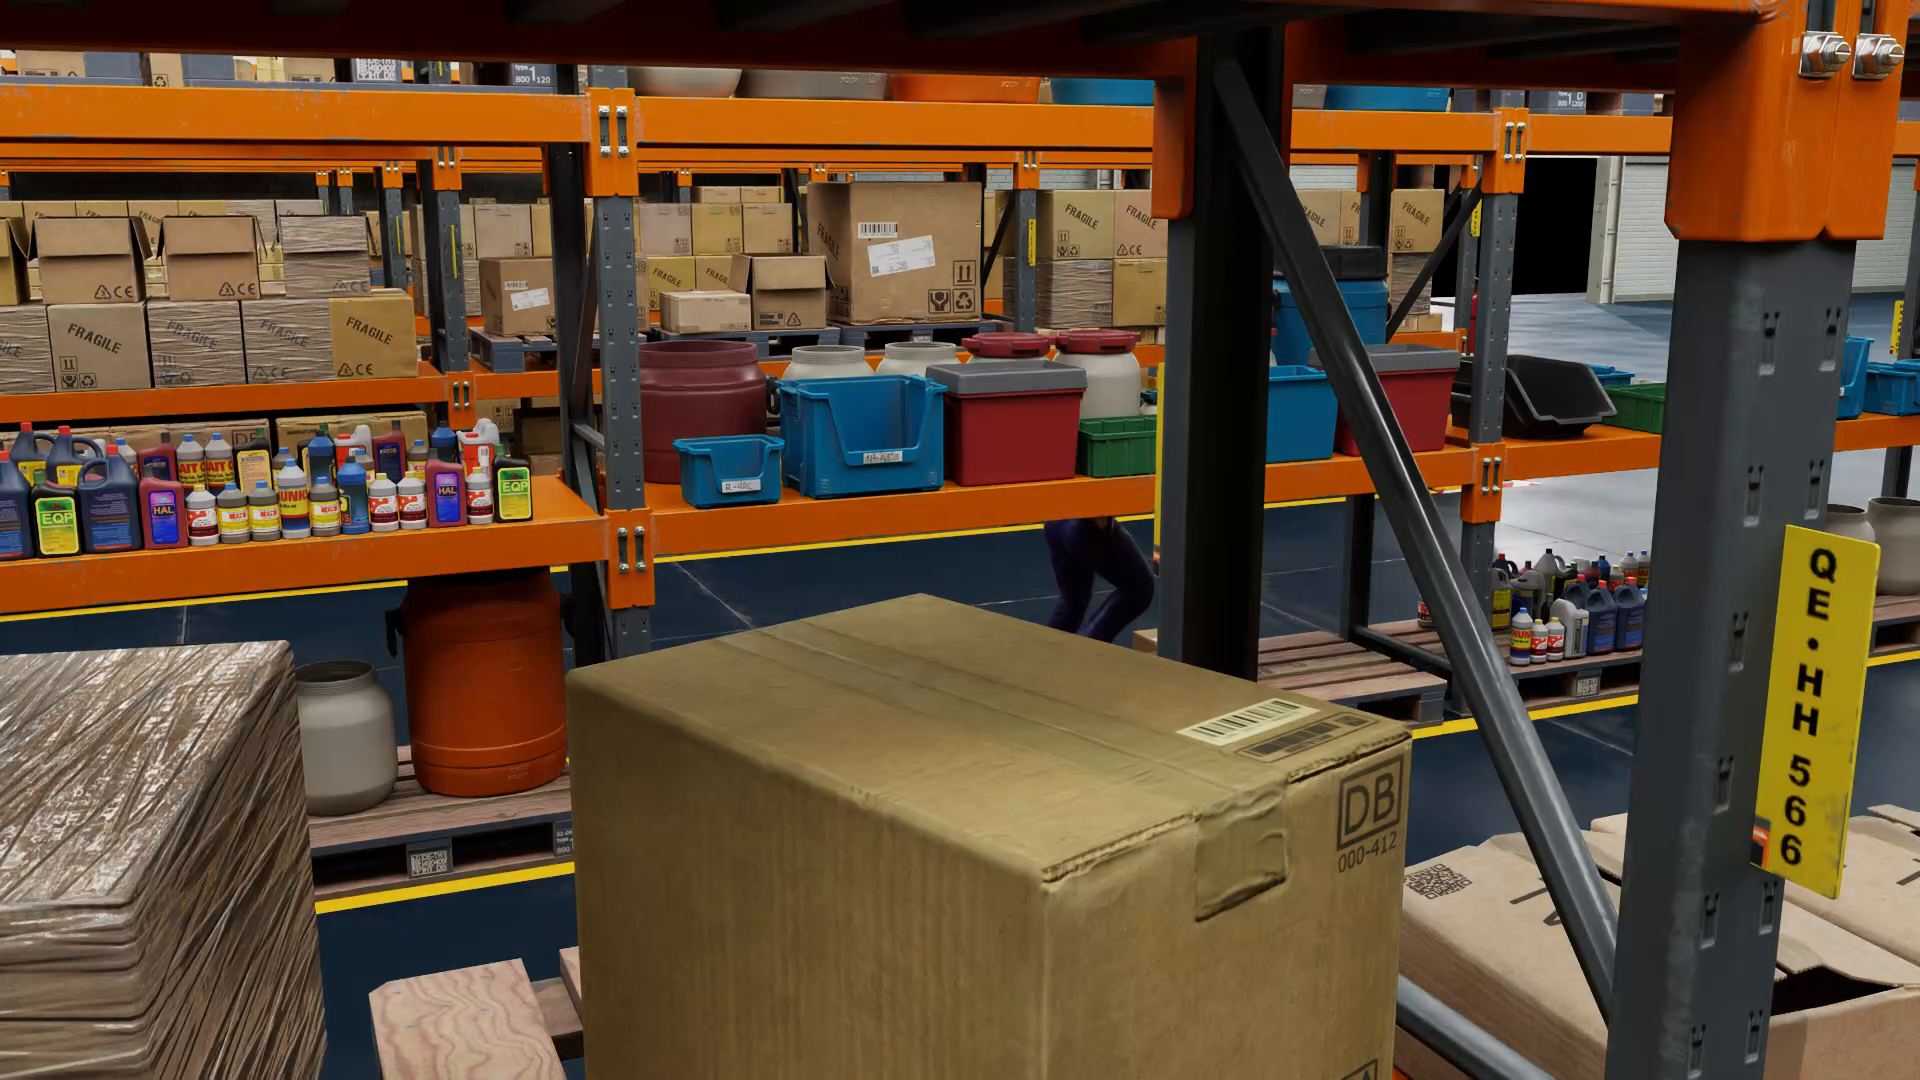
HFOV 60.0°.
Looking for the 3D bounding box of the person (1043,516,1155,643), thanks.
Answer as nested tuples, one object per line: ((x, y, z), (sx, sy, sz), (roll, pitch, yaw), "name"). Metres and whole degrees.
((0.670, -0.032, 8.214), (0.481, 1.624, 0.473), (-5, 13, -21), "person")
